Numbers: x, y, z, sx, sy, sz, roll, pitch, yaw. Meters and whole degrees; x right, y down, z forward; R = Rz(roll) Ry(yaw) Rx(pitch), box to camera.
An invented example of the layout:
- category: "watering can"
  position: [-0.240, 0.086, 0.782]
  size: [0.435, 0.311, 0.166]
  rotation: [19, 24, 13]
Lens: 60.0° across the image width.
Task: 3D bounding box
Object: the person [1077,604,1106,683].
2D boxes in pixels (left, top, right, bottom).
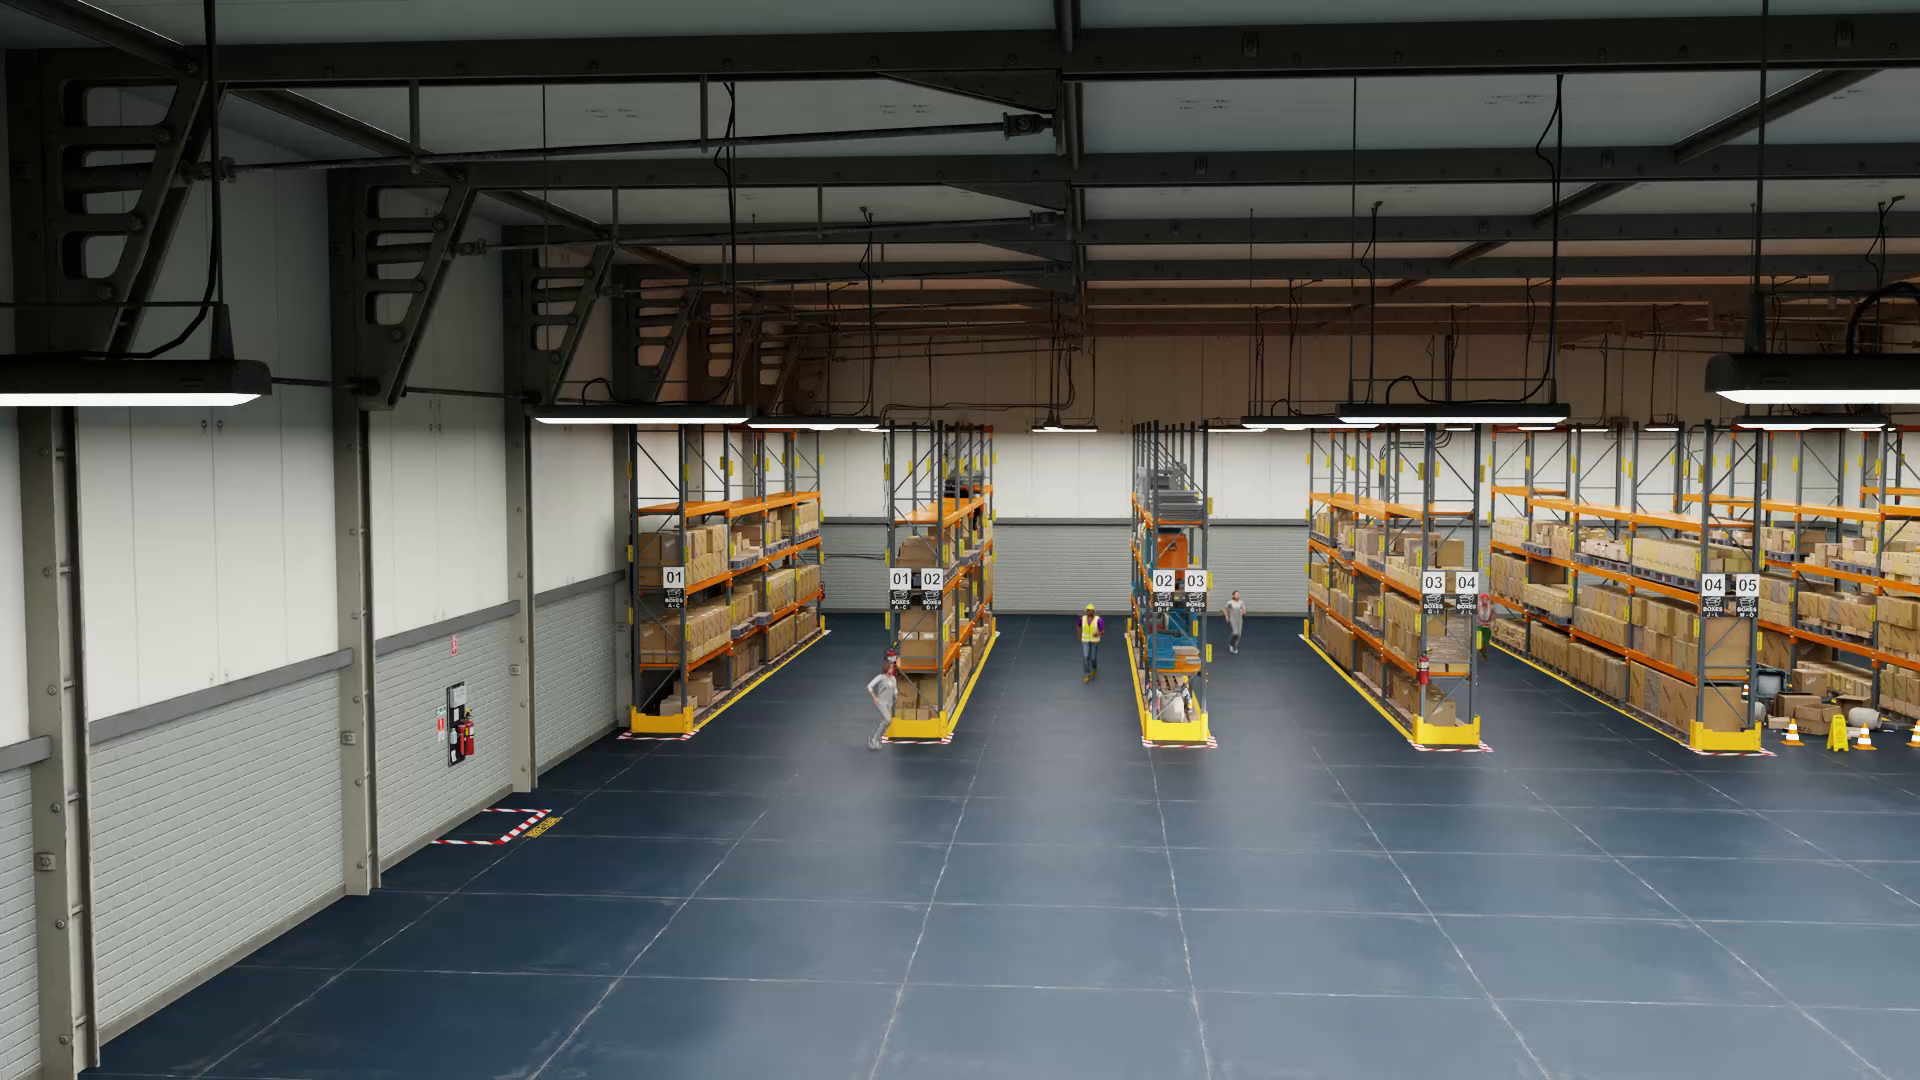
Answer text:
- category: "person"
  position: [3.038, 2.381, 38.689]
  size: [0.697, 1.775, 0.898]
  rotation: [1, 4, 10]

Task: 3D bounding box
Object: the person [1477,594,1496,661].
- category: "person"
  position: [13.282, 2.212, 42.248]
  size: [0.648, 1.735, 0.779]
  rotation: [1, 4, 9]

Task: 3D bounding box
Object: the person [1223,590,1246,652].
- category: "person"
  position: [7.219, 2.134, 43.509]
  size: [0.542, 1.633, 0.628]
  rotation: [-1, 4, -12]

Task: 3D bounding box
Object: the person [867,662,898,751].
- category: "person"
  position: [-1.385, 3.022, 30.311]
  size: [0.597, 1.574, 0.544]
  rotation: [3, 5, 42]
